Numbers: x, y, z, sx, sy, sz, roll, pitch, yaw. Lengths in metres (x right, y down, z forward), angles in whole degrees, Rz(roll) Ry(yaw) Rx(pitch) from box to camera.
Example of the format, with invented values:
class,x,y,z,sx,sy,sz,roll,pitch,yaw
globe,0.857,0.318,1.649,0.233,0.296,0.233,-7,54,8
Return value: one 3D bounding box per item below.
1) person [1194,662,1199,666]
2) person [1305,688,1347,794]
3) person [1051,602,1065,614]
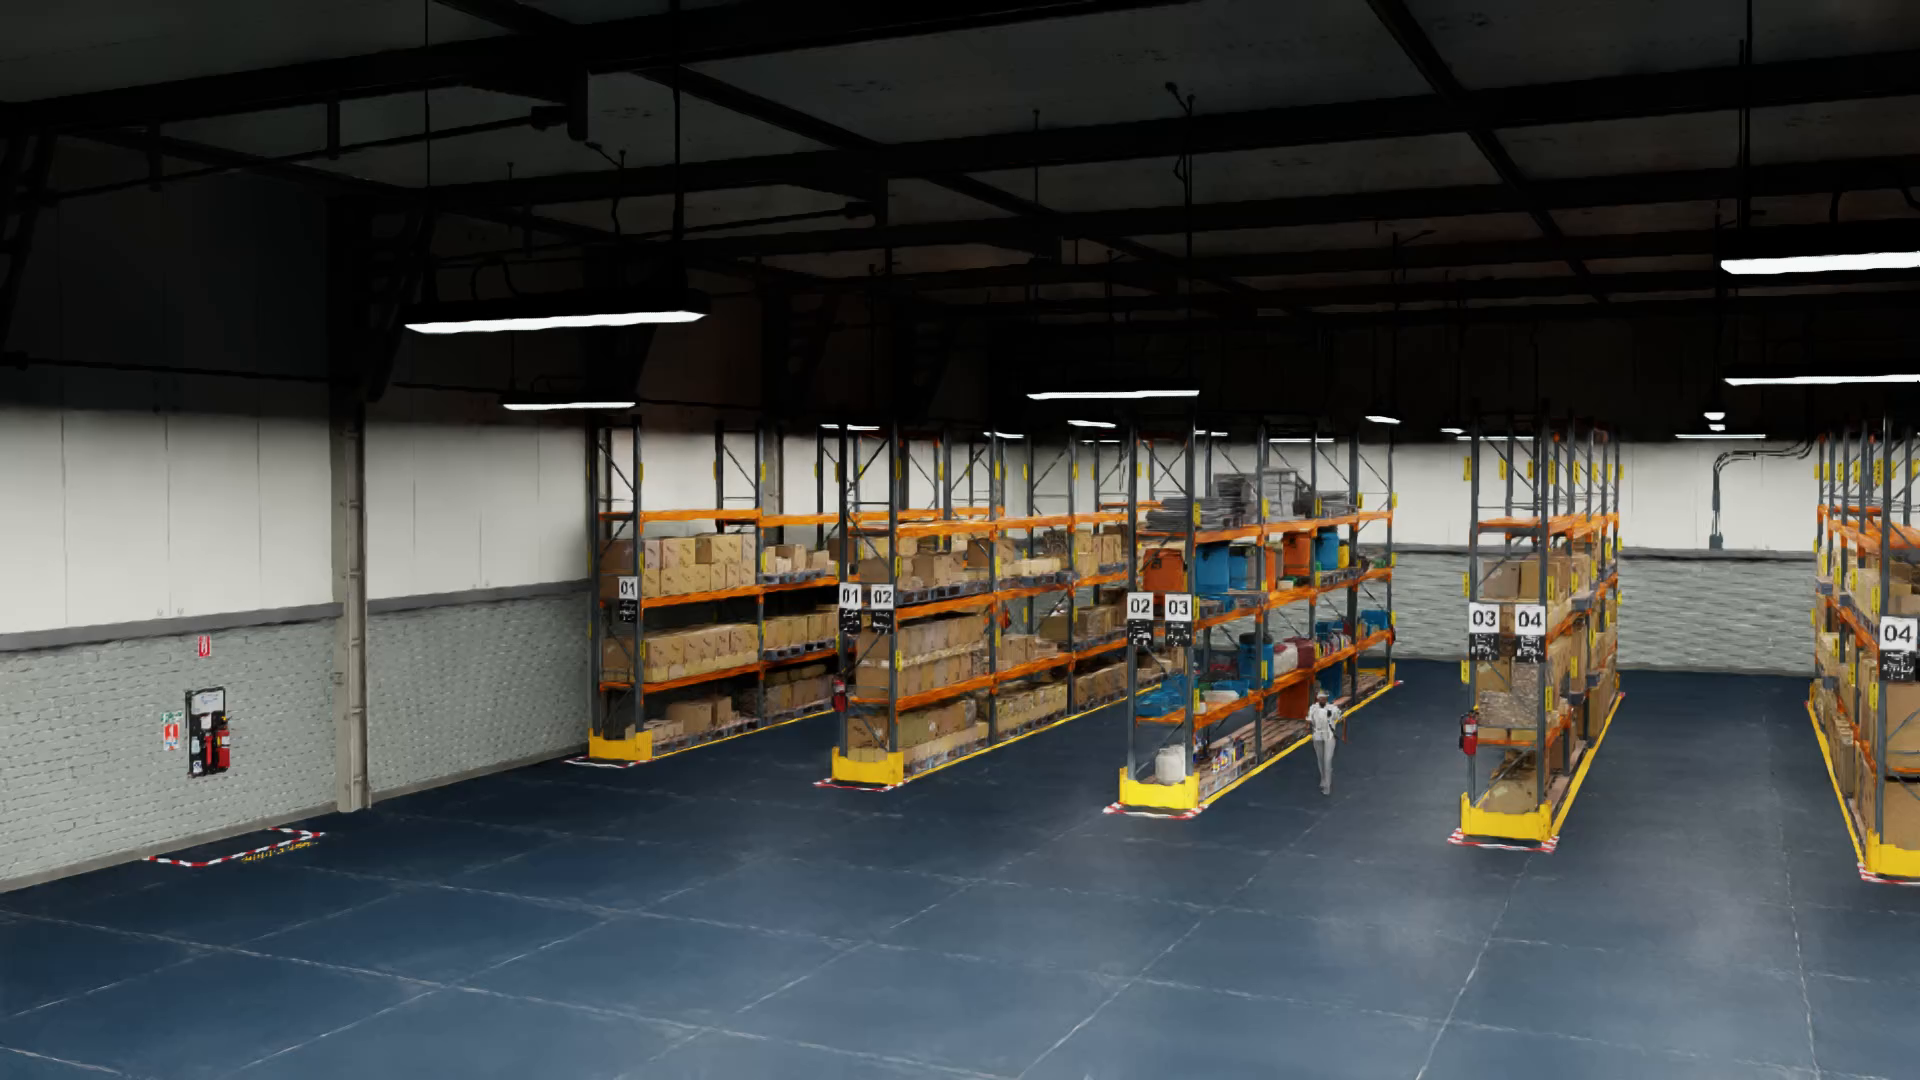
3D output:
class,x,y,z,sx,sy,sz,roll,pitch,yaw
person,5.664,2.352,42.482,0.746,1.776,0.547,-1,3,-32
person,5.726,3.117,26.128,0.603,1.620,0.831,1,3,30
person,2.608,2.413,43.624,0.625,1.611,0.582,1,3,23
